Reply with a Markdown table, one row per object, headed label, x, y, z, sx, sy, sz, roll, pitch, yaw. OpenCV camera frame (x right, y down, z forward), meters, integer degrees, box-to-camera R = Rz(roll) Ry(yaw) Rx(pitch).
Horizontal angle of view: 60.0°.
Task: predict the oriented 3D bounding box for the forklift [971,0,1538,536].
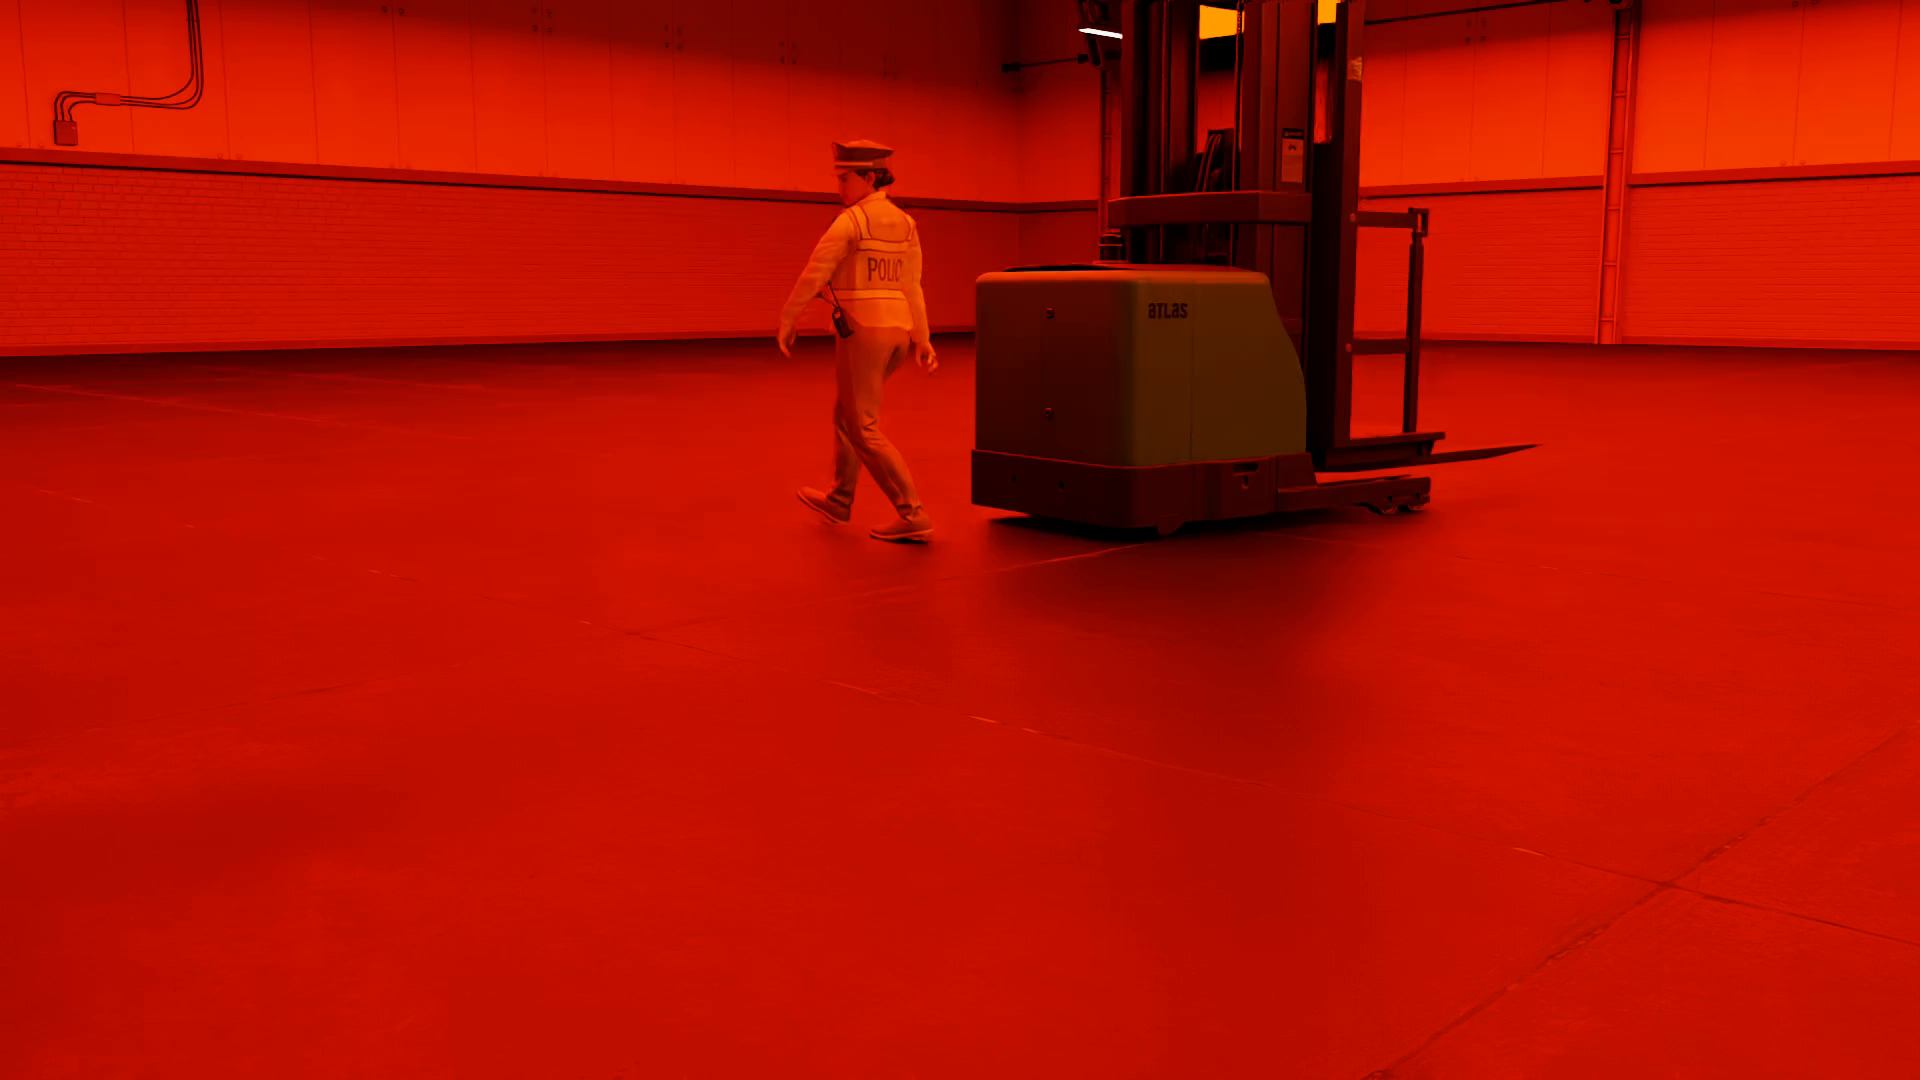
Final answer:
| label | x | y | z | sx | sy | sz | roll | pitch | yaw |
| --- | --- | --- | --- | --- | --- | --- | --- | --- | --- |
| forklift | 1.530 | -1.617 | 7.610 | 3.031 | 2.935 | 1.130 | -6 | 11 | -37 |

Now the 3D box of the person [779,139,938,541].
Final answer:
| label | x | y | z | sx | sy | sz | roll | pitch | yaw |
| --- | --- | --- | --- | --- | --- | --- | --- | --- | --- |
| person | -0.397 | -0.823 | 6.868 | 0.839 | 1.605 | 0.608 | 5 | 10 | 29 |
